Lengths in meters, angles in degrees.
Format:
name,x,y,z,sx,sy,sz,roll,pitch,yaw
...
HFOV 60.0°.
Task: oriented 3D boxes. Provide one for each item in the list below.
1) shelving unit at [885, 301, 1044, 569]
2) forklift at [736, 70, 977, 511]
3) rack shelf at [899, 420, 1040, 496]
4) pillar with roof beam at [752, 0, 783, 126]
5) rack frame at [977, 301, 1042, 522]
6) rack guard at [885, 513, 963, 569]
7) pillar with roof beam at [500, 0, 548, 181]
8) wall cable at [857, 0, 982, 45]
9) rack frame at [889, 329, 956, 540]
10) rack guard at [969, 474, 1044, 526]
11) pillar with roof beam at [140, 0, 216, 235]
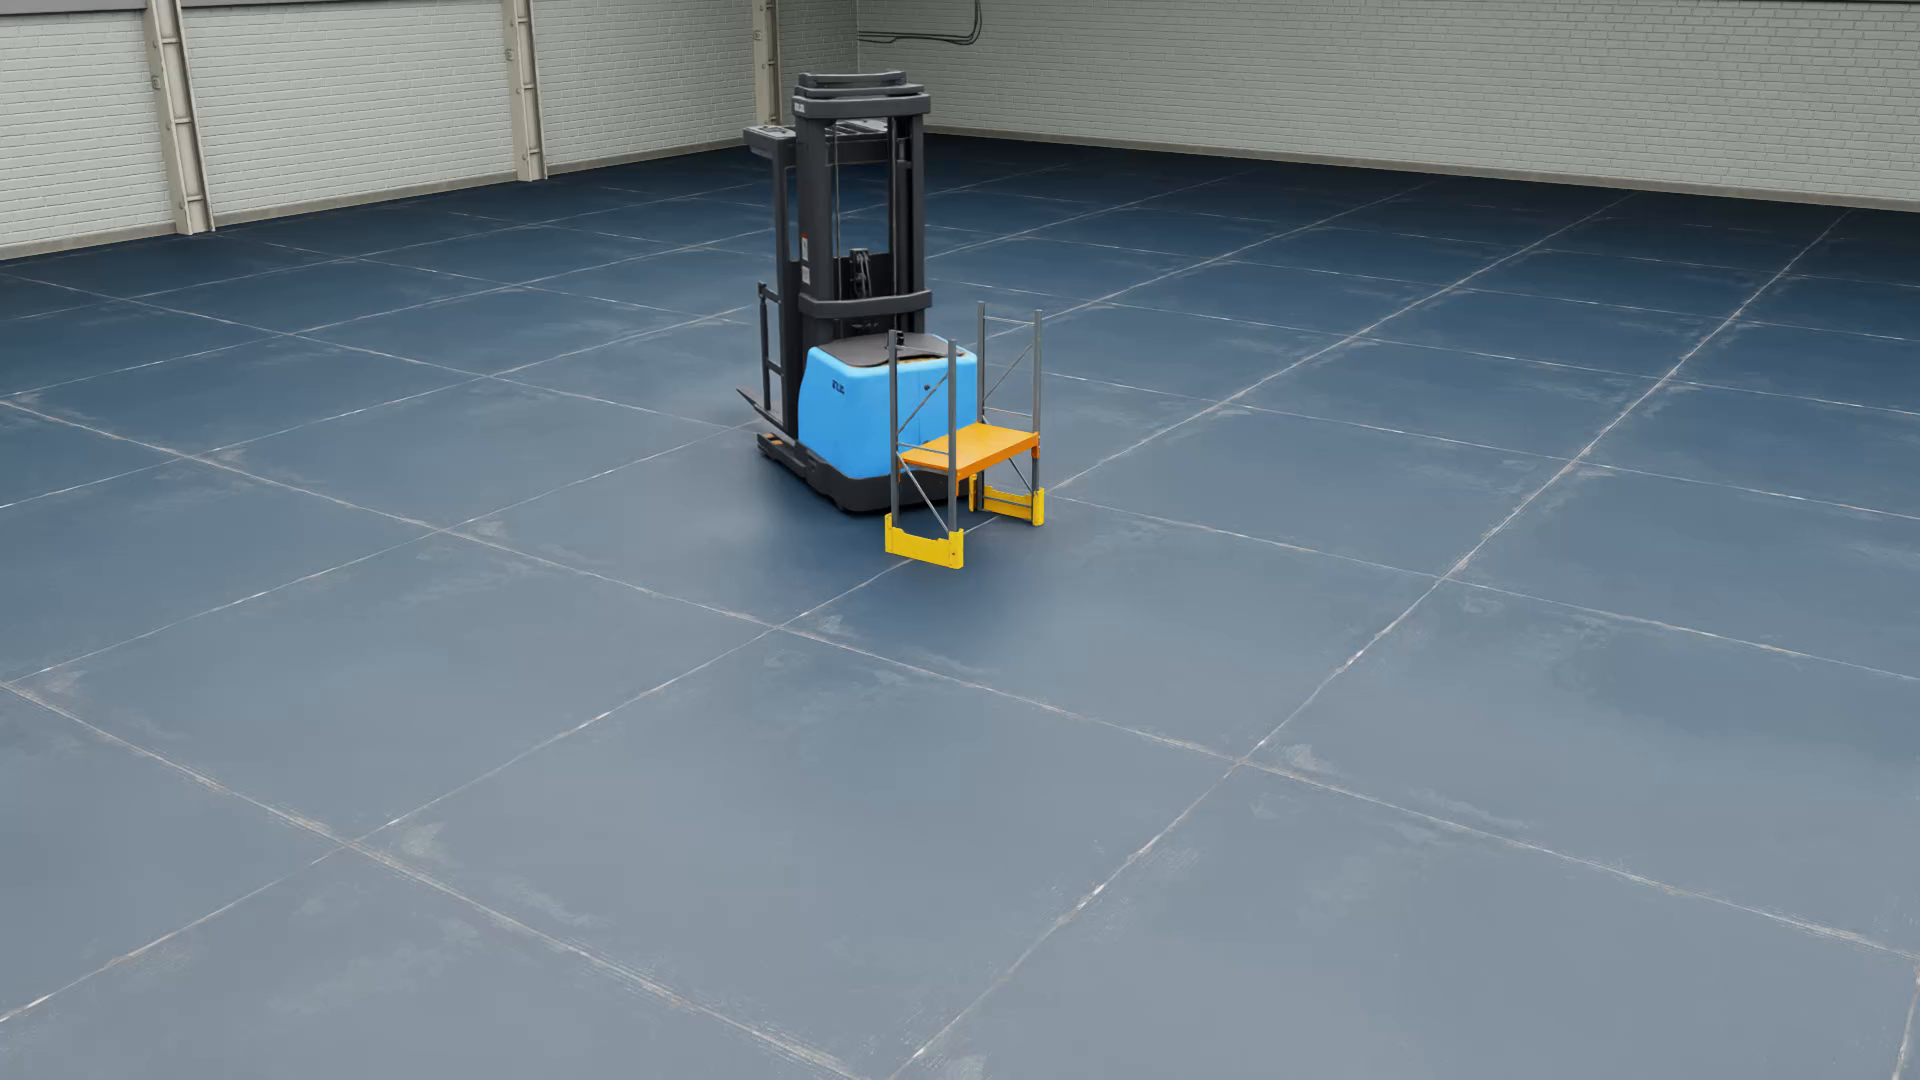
name,x,y,z,sx,sy,sz,roll,pitch,yaw
shelving unit,0.043,-0.725,11.064,0.587,1.500,1.083,13,24,32
forklift,-0.940,-2.044,12.567,1.130,2.935,3.031,-10,22,-24
rack shelf,0.048,-0.559,11.133,0.538,0.185,1.000,13,24,32
pillar with roof beam,-0.074,-11.012,28.064,9.100,9.000,0.400,13,24,32
rack frame,0.334,-0.874,11.465,0.500,1.500,0.032,13,24,32
rack guard,-0.237,0.004,10.894,0.587,0.250,0.087,13,24,32
pillar with roof beam,-3.446,-9.290,23.410,9.100,9.000,0.400,13,24,32
wall cable,-0.884,-10.982,32.460,3.097,2.526,0.112,13,24,32
rack frame,-0.238,-0.582,10.677,0.500,1.500,0.032,13,24,32
rack guard,0.323,-0.282,11.667,0.587,0.250,0.087,13,24,32
pillar with roof beam,-6.819,-7.569,18.756,9.100,9.000,0.400,13,24,32
